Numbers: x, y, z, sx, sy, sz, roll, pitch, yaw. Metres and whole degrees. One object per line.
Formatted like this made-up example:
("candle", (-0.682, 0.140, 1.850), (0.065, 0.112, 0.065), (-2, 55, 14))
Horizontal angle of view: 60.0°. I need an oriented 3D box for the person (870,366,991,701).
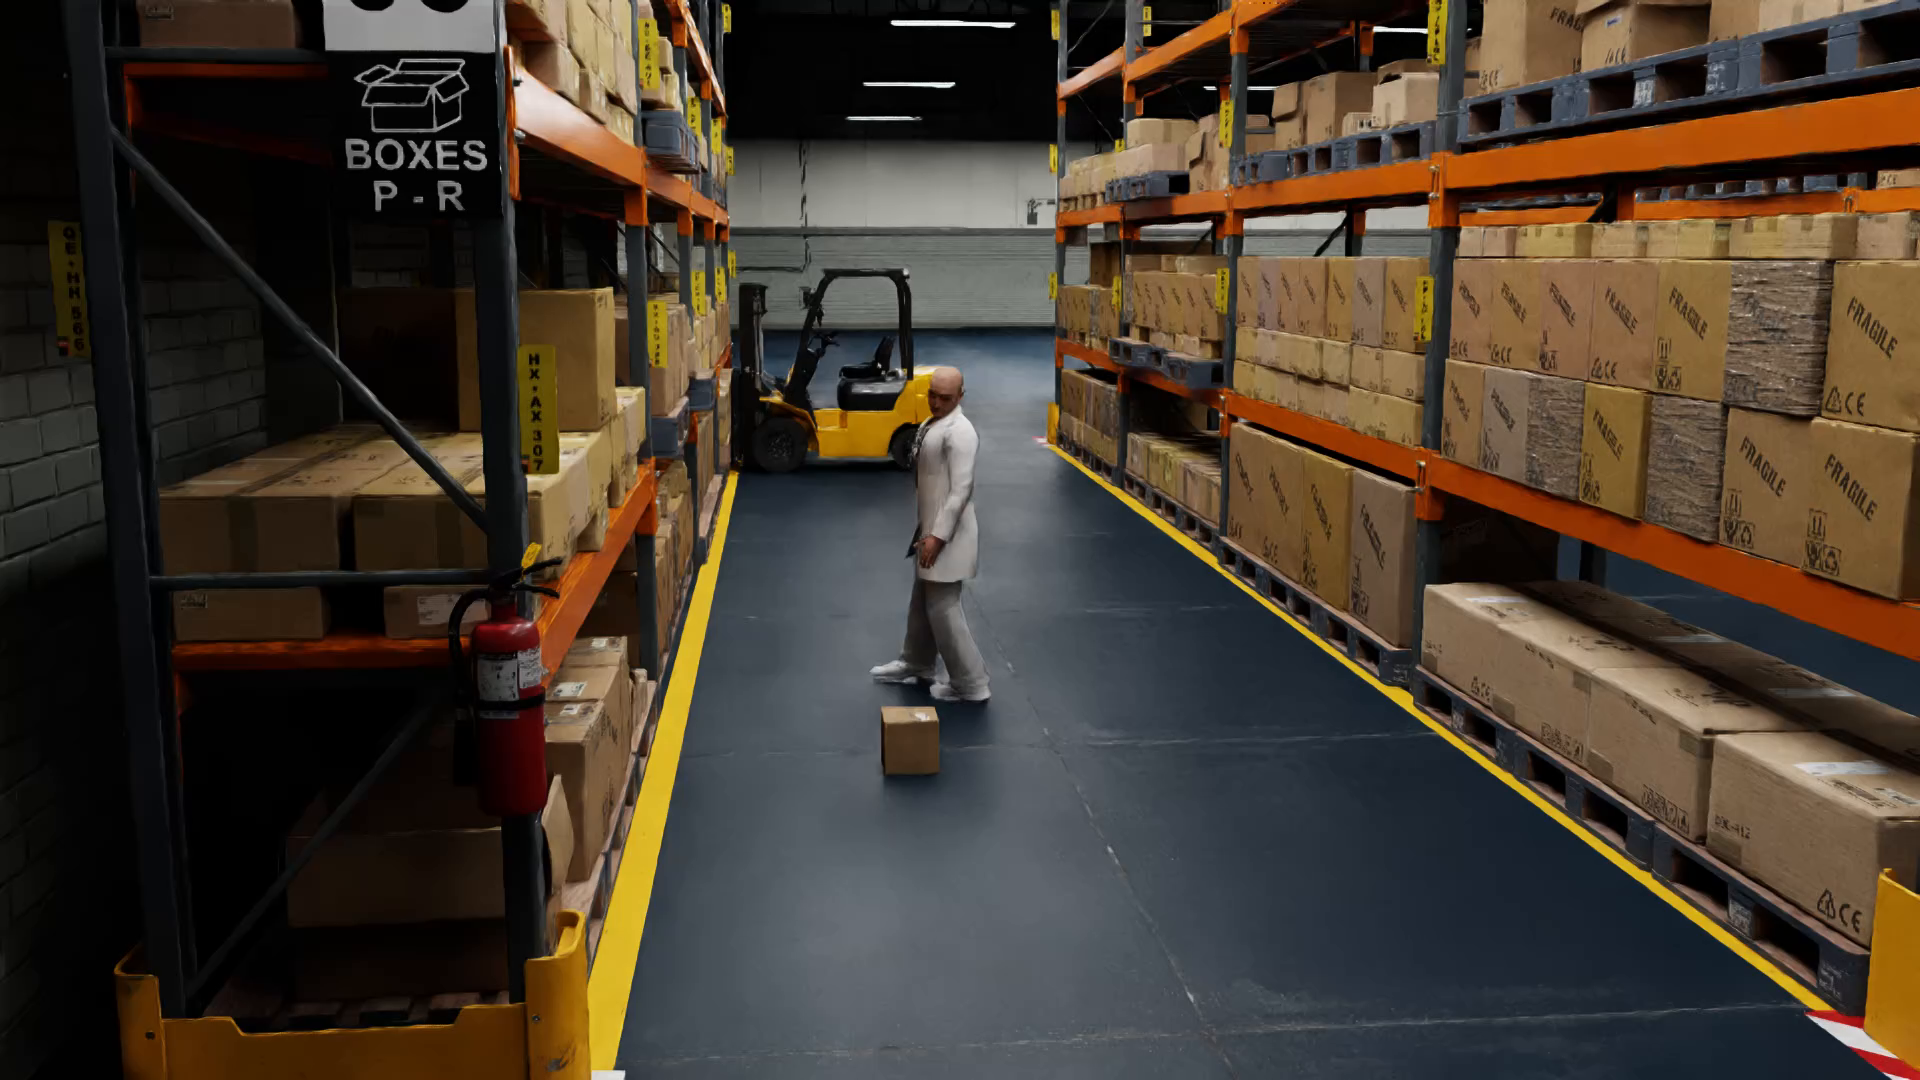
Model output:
("person", (-0.165, -0.035, 8.753), (0.619, 1.771, 0.682), (-1, 10, -5))
